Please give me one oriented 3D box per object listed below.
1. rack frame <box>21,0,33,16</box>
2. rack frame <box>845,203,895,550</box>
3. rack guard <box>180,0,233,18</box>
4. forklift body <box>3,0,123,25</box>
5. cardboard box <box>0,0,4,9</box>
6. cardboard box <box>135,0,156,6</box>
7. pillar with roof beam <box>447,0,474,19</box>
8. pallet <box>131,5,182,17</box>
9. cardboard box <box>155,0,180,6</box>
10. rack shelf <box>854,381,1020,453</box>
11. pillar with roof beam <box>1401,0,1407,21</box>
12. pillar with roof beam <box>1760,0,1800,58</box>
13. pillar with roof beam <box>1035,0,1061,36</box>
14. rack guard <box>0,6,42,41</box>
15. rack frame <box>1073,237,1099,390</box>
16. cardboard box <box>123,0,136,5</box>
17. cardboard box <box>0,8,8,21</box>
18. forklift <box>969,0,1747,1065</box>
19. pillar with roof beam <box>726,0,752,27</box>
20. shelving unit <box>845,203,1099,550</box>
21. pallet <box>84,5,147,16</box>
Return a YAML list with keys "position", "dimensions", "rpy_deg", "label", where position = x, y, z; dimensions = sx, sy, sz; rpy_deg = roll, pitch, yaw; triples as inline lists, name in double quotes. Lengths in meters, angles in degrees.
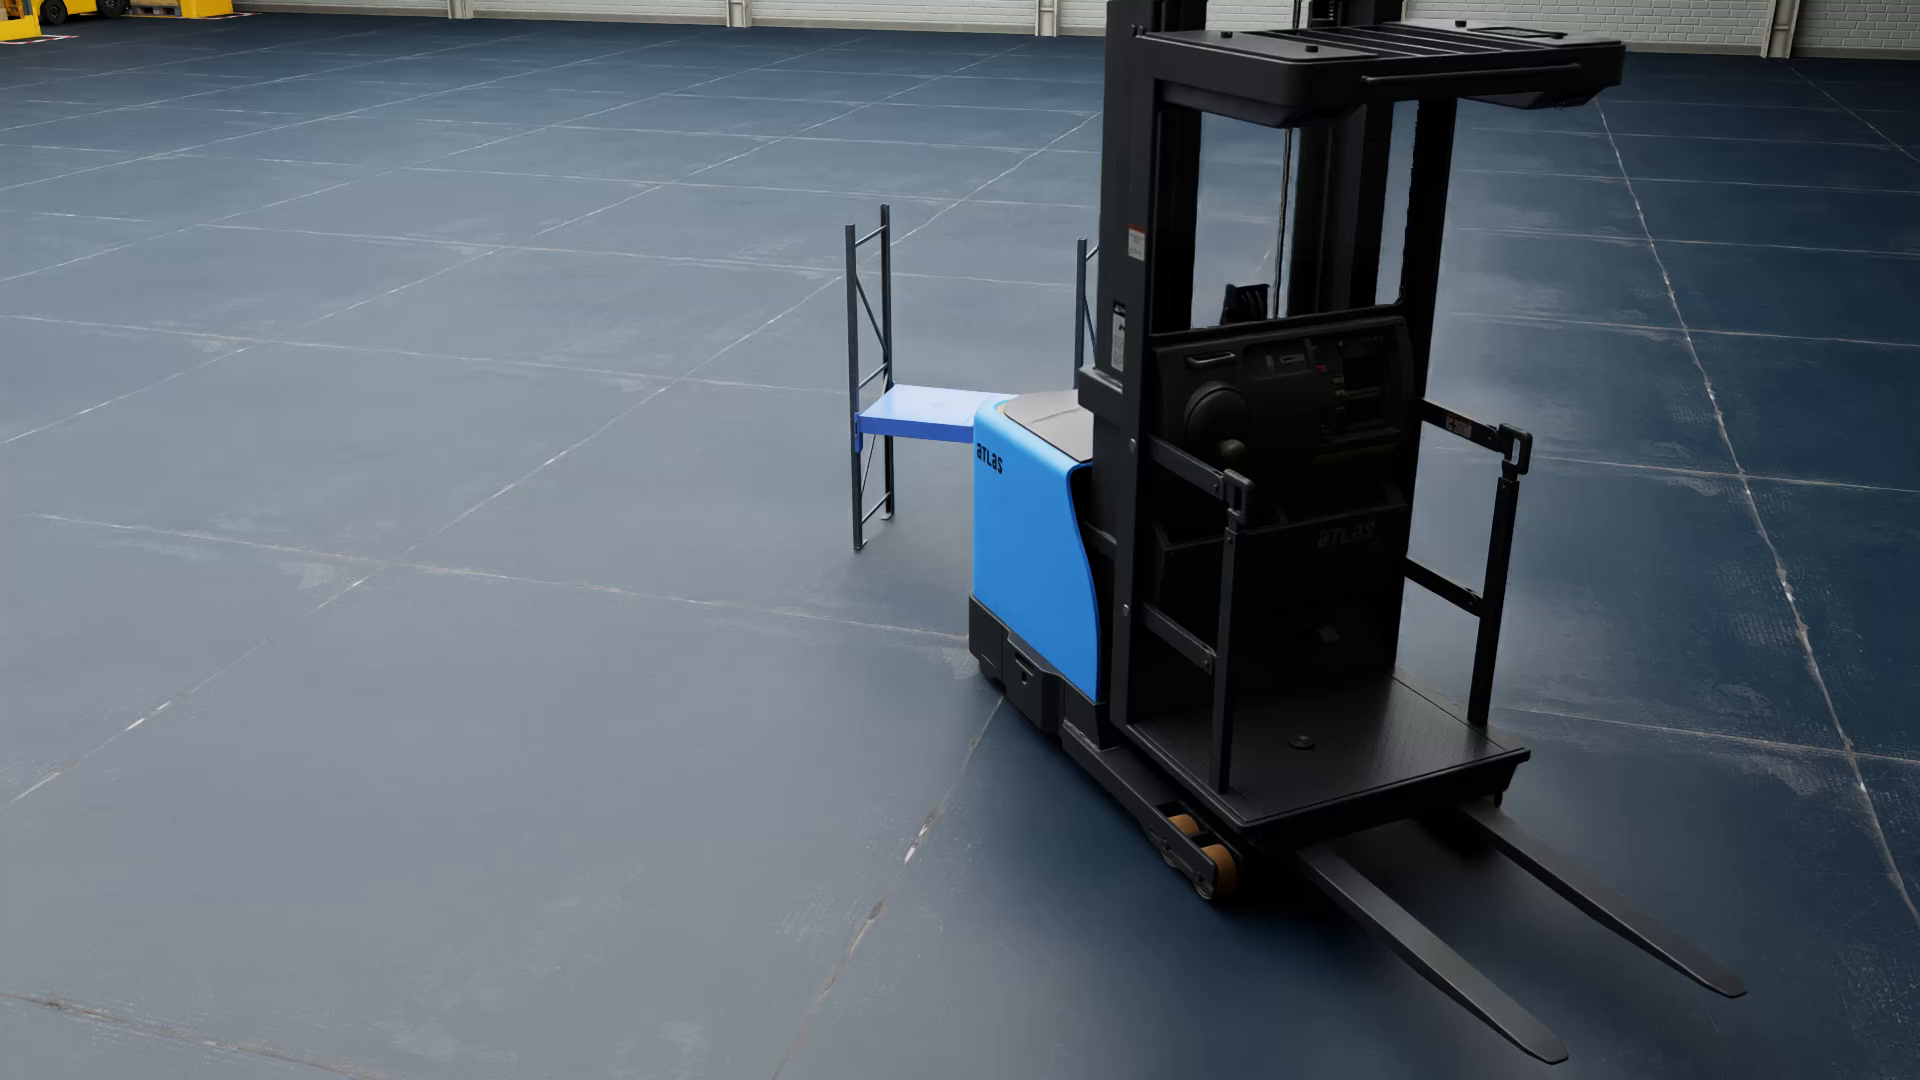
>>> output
- position: [-16.681, -10.218, 28.727]
  dimensions: [0.127, 3.000, 1.000]
  rpy_deg: [7, 23, 16]
  label: "rack frame"
- position: [-0.405, -0.740, 7.598]
  dimensions: [0.032, 1.500, 0.500]
  rpy_deg: [7, 23, 16]
  label: "rack frame"
- position: [-15.228, -10.862, 33.592]
  dimensions: [0.348, 0.500, 1.175]
  rpy_deg: [7, 23, 16]
  label: "rack guard"
- position: [-17.594, -11.174, 32.176]
  dimensions: [1.214, 2.155, 2.313]
  rpy_deg: [7, 23, 16]
  label: "forklift body"
- position: [-17.397, -9.678, 29.493]
  dimensions: [0.500, 0.500, 0.500]
  rpy_deg: [6, 23, 14]
  label: "cardboard box"
- position: [-16.266, -10.938, 33.554]
  dimensions: [0.500, 0.250, 0.500]
  rpy_deg: [7, 23, 15]
  label: "cardboard box"
- position: [-11.157, -12.979, 27.554]
  dimensions: [0.400, 9.000, 9.100]
  rpy_deg: [7, 23, 16]
  label: "pillar with roof beam"
- position: [-15.995, -10.800, 33.821]
  dimensions: [1.213, 0.211, 1.003]
  rpy_deg: [7, 23, 16]
  label: "pallet"
- position: [-15.792, -10.880, 33.412]
  dimensions: [0.500, 0.250, 0.500]
  rpy_deg: [7, 23, 16]
  label: "cardboard box"
- position: [0.082, -0.518, 7.531]
  dimensions: [1.000, 0.185, 0.538]
  rpy_deg: [7, 23, 16]
  label: "rack shelf"
- position: [6.076, -11.006, 22.743]
  dimensions: [0.400, 9.000, 9.100]
  rpy_deg: [7, 23, 16]
  label: "pillar with roof beam"
- position: [11.820, -10.348, 21.140]
  dimensions: [0.400, 9.000, 9.100]
  rpy_deg: [7, 23, 16]
  label: "pillar with roof beam"
- position: [0.332, -11.663, 24.347]
  dimensions: [0.400, 9.000, 9.100]
  rpy_deg: [7, 23, 16]
  label: "pillar with roof beam"
- position: [-16.754, -9.069, 29.221]
  dimensions: [0.348, 0.500, 1.175]
  rpy_deg: [7, 23, 16]
  label: "rack guard"
- position: [0.568, -0.629, 7.327]
  dimensions: [0.032, 1.500, 0.500]
  rpy_deg: [7, 23, 16]
  label: "rack frame"
- position: [-16.742, -10.996, 33.695]
  dimensions: [0.500, 0.250, 0.500]
  rpy_deg: [7, 23, 16]
  label: "cardboard box"
- position: [-17.374, -9.329, 29.629]
  dimensions: [0.500, 0.250, 0.500]
  rpy_deg: [6, 23, 15]
  label: "cardboard box"
- position: [1.112, -0.444, 4.991]
  dimensions: [1.130, 2.935, 3.031]
  rpy_deg: [-10, 24, -23]
  label: "forklift"
- position: [-5.413, -12.321, 25.950]
  dimensions: [0.400, 9.000, 9.100]
  rpy_deg: [7, 23, 16]
  label: "pillar with roof beam"
- position: [0.082, -0.685, 7.463]
  dimensions: [1.048, 1.500, 0.538]
  rpy_deg: [7, 23, 16]
  label: "shelving unit"
- position: [-17.160, -10.934, 34.149]
  dimensions: [1.213, 0.211, 1.003]
  rpy_deg: [7, 23, 15]
  label: "pallet"
